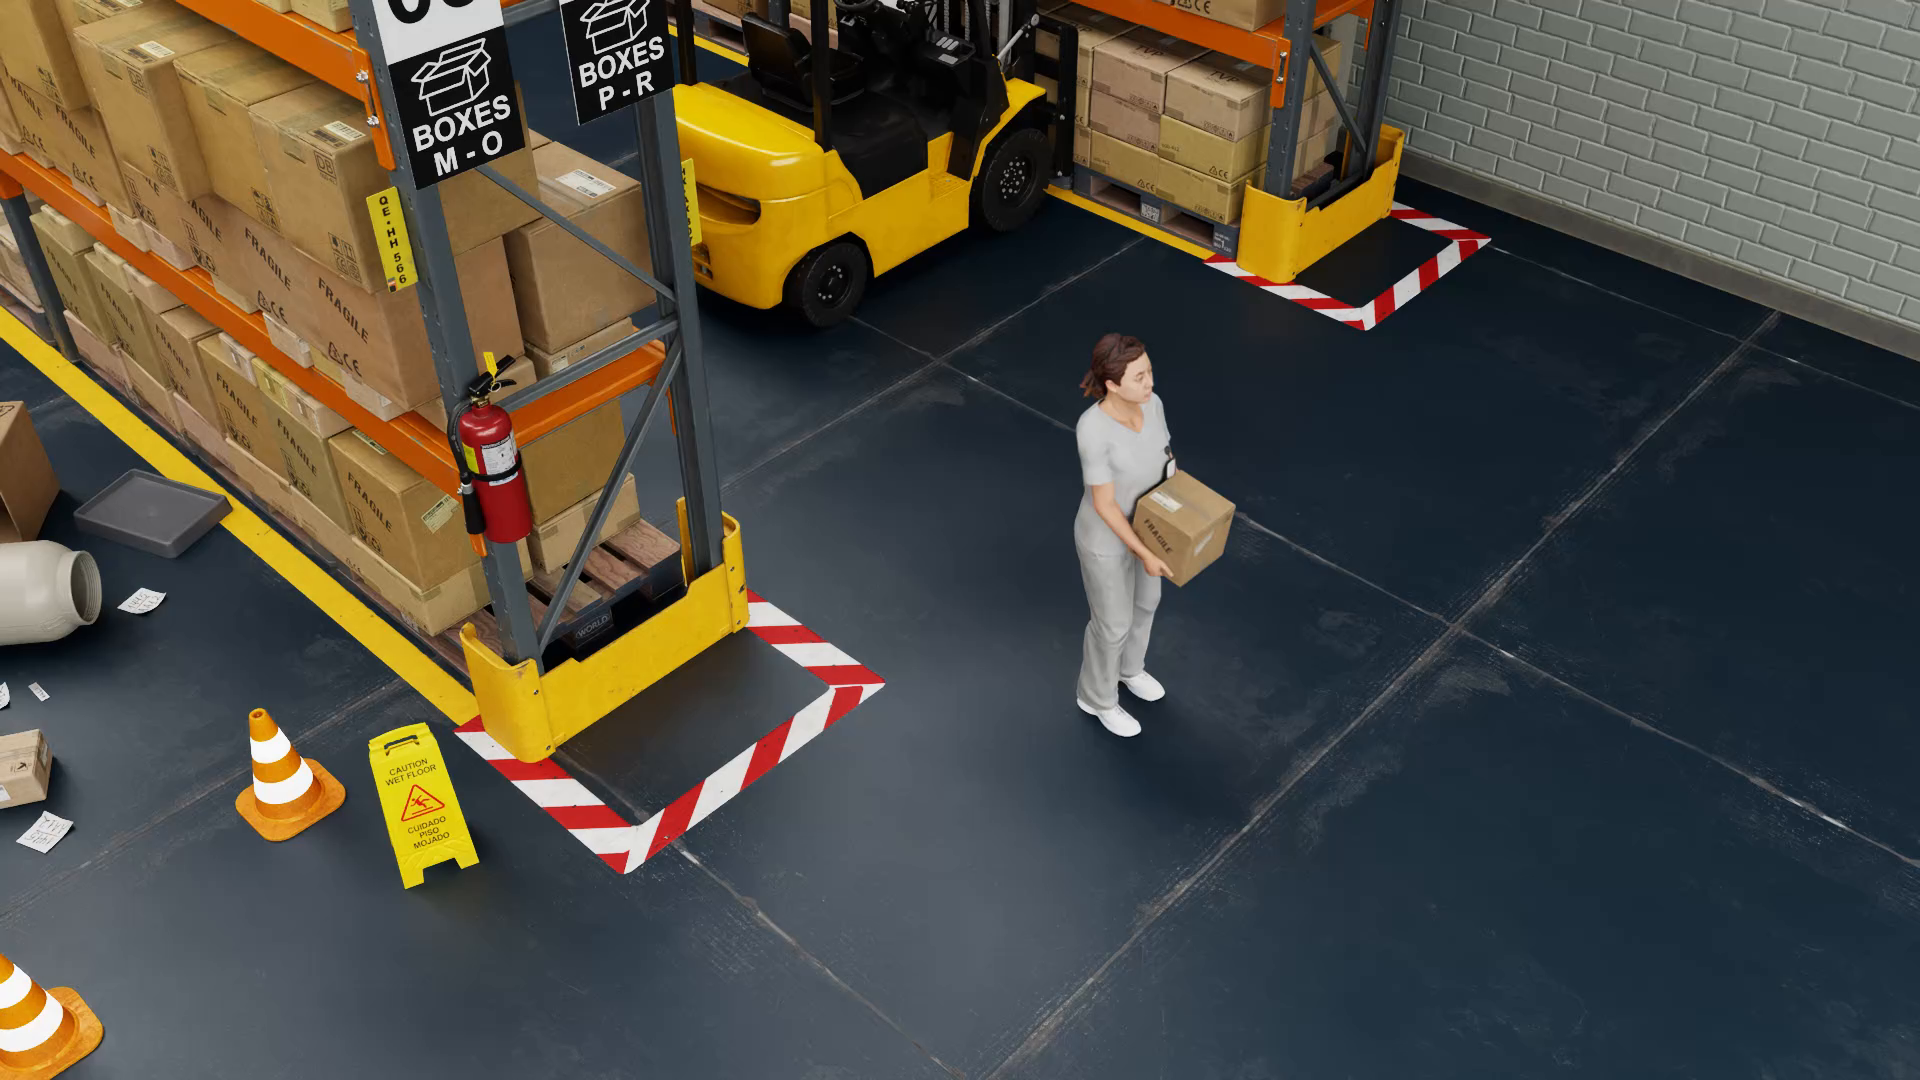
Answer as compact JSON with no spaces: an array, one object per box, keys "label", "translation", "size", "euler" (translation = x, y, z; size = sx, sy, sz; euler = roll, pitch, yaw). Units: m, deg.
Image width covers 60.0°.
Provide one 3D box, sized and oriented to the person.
[{"label":"person","translation":[0.644,0.011,6.153],"size":[0.558,1.664,0.436],"euler":[31,49,32]}]
